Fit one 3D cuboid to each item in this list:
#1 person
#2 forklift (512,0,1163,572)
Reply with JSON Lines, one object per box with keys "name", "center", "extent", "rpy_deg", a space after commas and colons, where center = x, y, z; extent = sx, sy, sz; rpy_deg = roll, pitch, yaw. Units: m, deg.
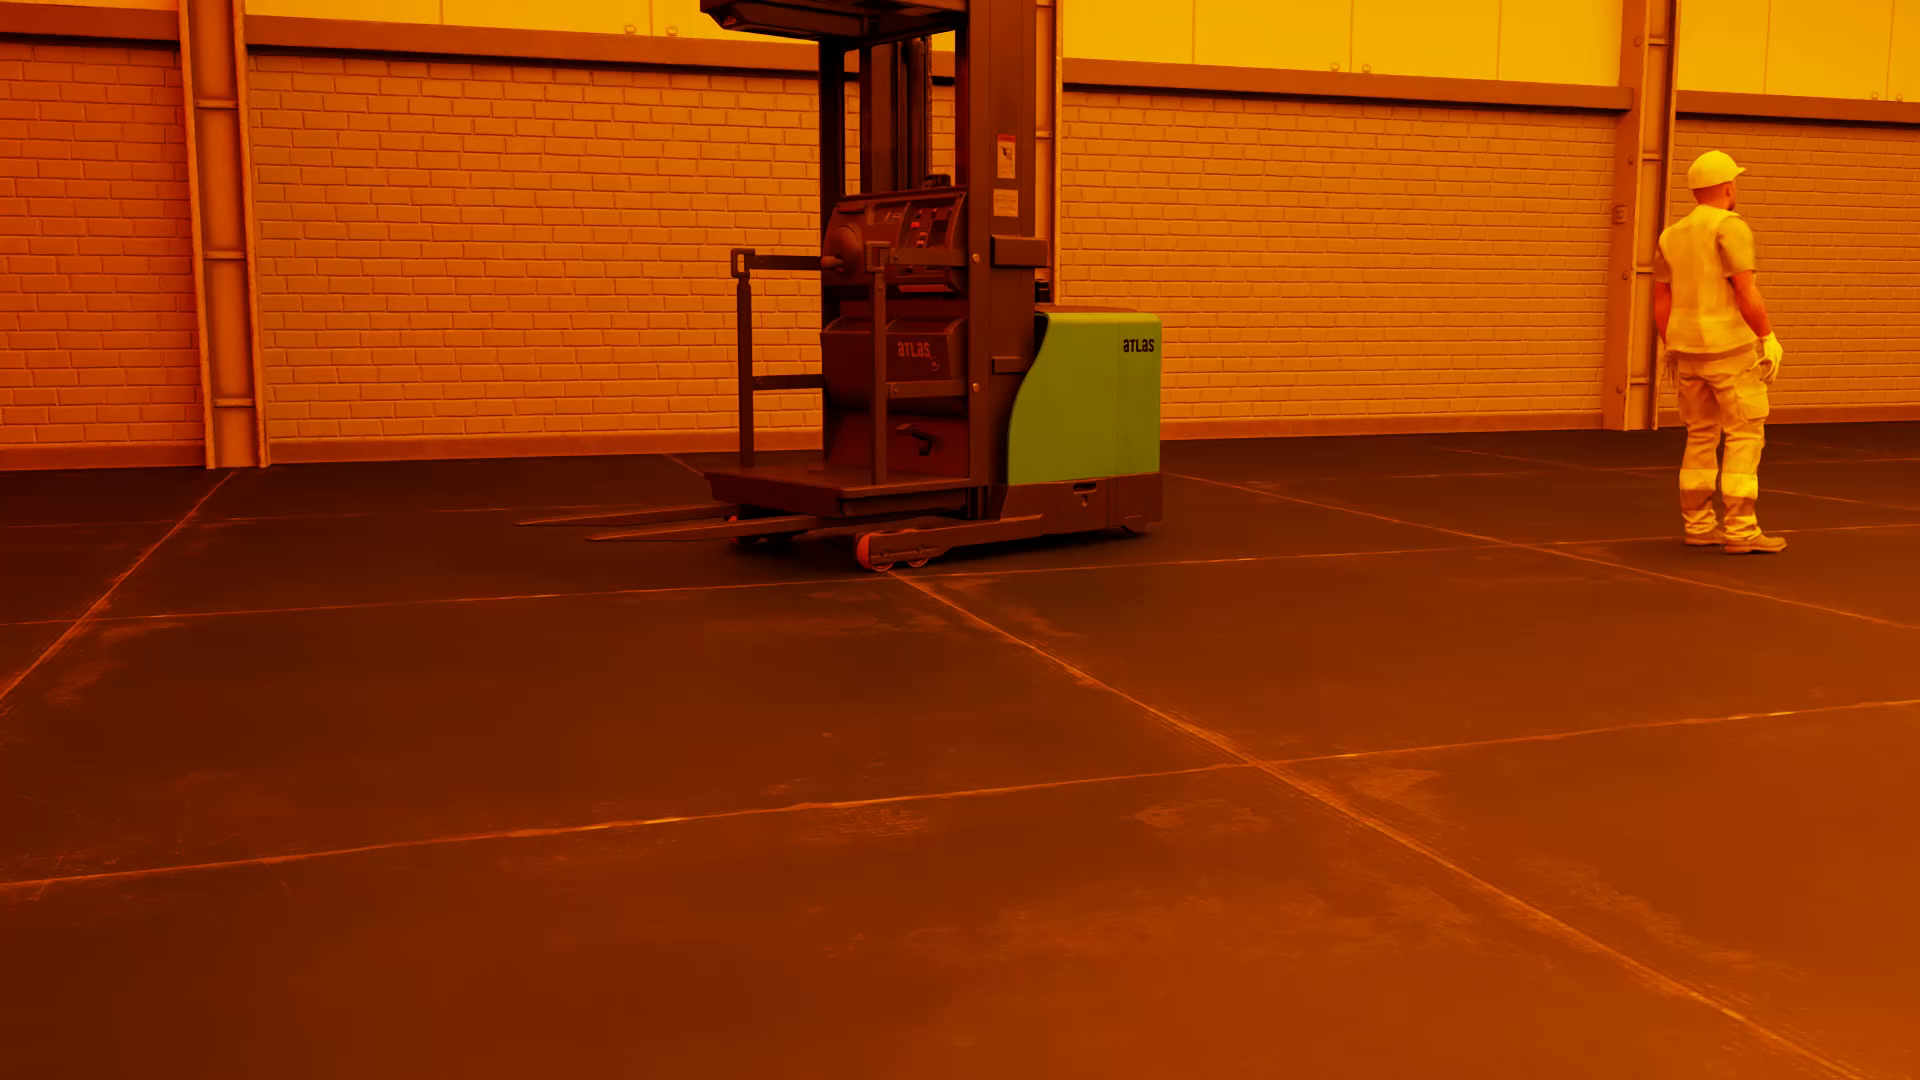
{"name": "person", "center": [3.458, -0.844, 7.531], "extent": [0.478, 1.802, 0.633], "rpy_deg": [-3, 8, -18]}
{"name": "forklift", "center": [-0.461, -1.399, 7.333], "extent": [3.031, 2.935, 1.130], "rpy_deg": [-7, 10, -40]}
